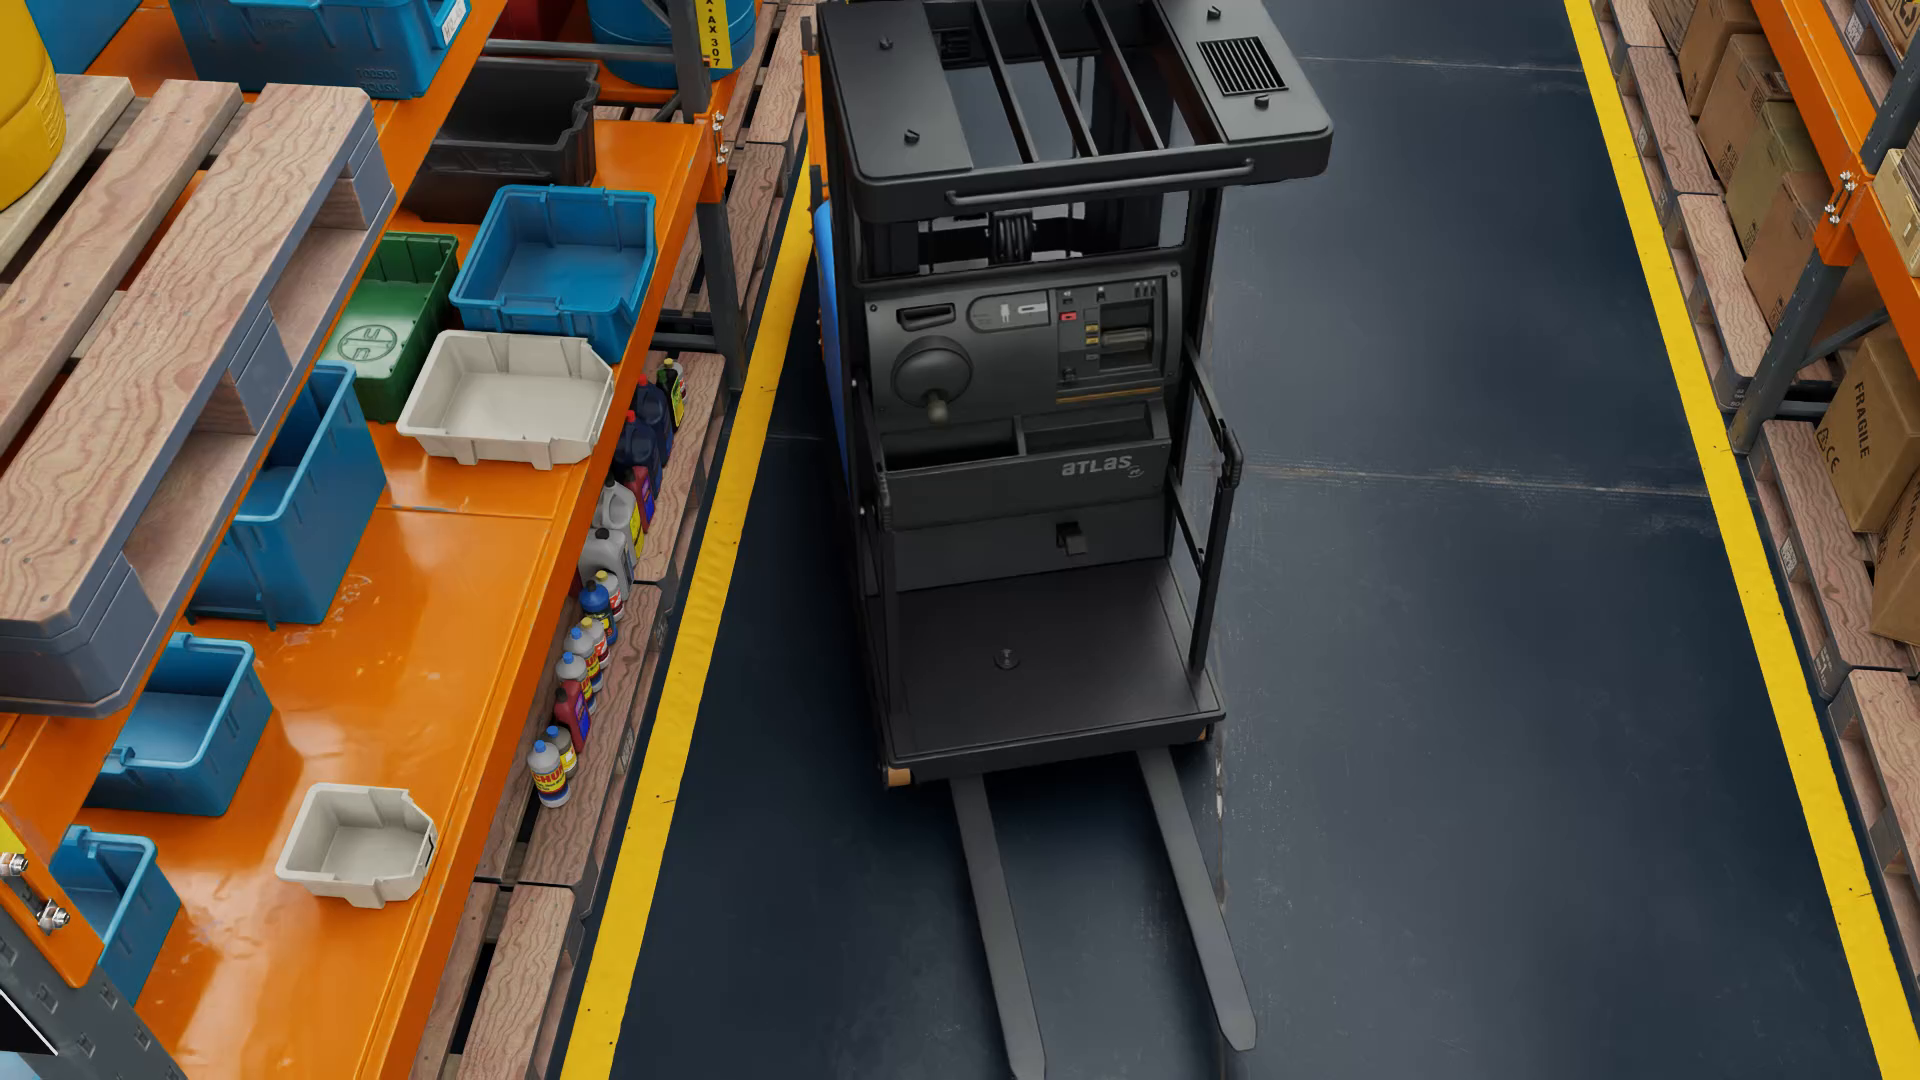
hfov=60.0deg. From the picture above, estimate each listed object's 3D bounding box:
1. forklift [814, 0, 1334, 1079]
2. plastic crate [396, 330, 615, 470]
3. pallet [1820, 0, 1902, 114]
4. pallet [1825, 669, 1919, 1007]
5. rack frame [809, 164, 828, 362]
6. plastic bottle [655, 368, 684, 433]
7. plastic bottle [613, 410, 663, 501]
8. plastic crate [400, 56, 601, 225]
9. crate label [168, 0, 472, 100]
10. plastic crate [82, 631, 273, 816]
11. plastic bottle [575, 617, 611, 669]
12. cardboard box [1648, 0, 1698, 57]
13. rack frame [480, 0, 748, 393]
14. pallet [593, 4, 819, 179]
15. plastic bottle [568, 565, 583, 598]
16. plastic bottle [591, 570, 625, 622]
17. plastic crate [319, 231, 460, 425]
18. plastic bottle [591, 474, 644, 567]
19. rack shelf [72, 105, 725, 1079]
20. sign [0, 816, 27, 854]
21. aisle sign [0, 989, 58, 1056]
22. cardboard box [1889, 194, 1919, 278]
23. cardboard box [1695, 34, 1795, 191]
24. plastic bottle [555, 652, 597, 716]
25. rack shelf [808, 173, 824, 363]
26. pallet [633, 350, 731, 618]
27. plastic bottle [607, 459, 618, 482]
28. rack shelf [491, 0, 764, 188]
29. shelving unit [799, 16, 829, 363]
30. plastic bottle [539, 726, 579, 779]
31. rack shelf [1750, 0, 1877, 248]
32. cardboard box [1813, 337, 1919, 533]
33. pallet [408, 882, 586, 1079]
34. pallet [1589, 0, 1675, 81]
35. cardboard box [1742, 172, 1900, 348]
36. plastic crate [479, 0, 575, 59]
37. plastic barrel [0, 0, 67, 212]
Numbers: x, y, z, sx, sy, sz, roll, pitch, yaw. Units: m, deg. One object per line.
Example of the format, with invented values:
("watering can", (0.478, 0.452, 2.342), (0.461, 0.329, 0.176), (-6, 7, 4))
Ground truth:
("forklift", (0.232, -0.473, 4.697), (1.130, 2.935, 3.031), (-8, 48, -7))
("plastic crate", (-1.277, -0.393, 4.756), (0.530, 0.136, 0.437), (4, 48, 4))
("pallet", (3.765, -1.846, 6.036), (1.003, 0.211, 1.213), (4, 48, 4))
("pallet", (3.416, 0.977, 5.214), (1.003, 0.211, 1.213), (4, 48, 4))
("rack frame", (-0.291, -0.970, 6.375), (0.500, 1.125, 0.032), (-4, 48, -4))
("plastic bottle", (-1.097, -0.549, 6.262), (0.061, 0.283, 0.133), (6, 48, 5))
("plastic bottle", (-1.171, -0.313, 6.001), (0.144, 0.351, 0.185), (2, 48, 2))
("plastic crate", (-1.556, -1.295, 5.444), (0.767, 0.338, 0.504), (4, 48, 4))
("crate label", (-1.246, -1.069, 3.263), (0.502, 0.251, 0.408), (4, 48, 4))
("plastic crate", (-1.934, 0.432, 3.923), (0.499, 0.251, 0.408), (4, 48, 4))
("plastic bottle", (-1.221, 0.333, 5.511), (0.097, 0.201, 0.097), (0, 48, 0))
("cardboard box", (3.836, -2.701, 8.084), (0.700, 0.500, 0.500), (0, 48, 0))
("rack frame", (-1.382, -1.692, 5.765), (1.000, 3.000, 0.127), (4, 48, 4))
("pallet", (-1.240, -2.230, 8.147), (1.003, 0.211, 1.213), (4, 48, 4))
("plastic bottle", (-1.325, 0.059, 5.706), (0.061, 0.283, 0.133), (4, 48, 4))
("plastic bottle", (-1.202, 0.182, 5.649), (0.097, 0.201, 0.097), (0, 48, 0))
("plastic crate", (-1.786, -0.642, 4.948), (0.450, 0.188, 0.662), (4, 48, 4))
("plastic bottle", (-1.200, -0.076, 5.784), (0.144, 0.351, 0.185), (4, 48, 3))
("rack shelf", (-1.564, 0.020, 4.686), (1.077, 0.370, 4.000), (4, 48, 4))
("sign", (-1.199, 0.272, 1.930), (0.100, 0.325, 0.005), (4, 48, 4))
("aisle sign", (-1.461, 0.442, 2.051), (0.394, 0.787, 0.004), (4, 48, 4))
("cardboard box", (3.196, -0.954, 5.260), (0.380, 0.149, 0.250), (4, 48, 4))
("cardboard box", (3.741, -1.874, 7.327), (0.700, 0.500, 0.500), (0, 48, 0))
("plastic bottle", (-1.239, 0.456, 5.351), (0.097, 0.271, 0.097), (0, 48, 0))
("rack shelf", (-0.340, -1.178, 6.896), (0.538, 0.278, 1.000), (-4, 48, -4))
("pallet", (-1.484, -0.261, 6.345), (1.003, 0.211, 1.213), (4, 48, 4))
("plastic bottle", (-1.320, -0.280, 6.021), (0.152, 0.276, 0.135), (4, 48, 4))
("rack shelf", (-1.199, -2.919, 7.375), (1.077, 0.370, 4.000), (4, 48, 4))
("shelving unit", (-0.340, -1.343, 6.716), (0.538, 1.125, 1.048), (-4, 48, -4))
("plastic bottle", (-1.261, 0.655, 5.216), (0.097, 0.201, 0.097), (0, 48, 0))
("rack shelf", (3.733, -2.586, 7.070), (1.077, 0.370, 4.000), (4, 48, 4))
("cardboard box", (3.475, -0.366, 5.962), (0.500, 0.500, 0.500), (3, 48, 2))
("pallet", (-1.707, 1.532, 4.705), (1.003, 0.211, 1.213), (4, 48, 4))
("pallet", (3.843, -2.783, 8.653), (1.003, 0.211, 1.213), (4, 48, 4))
("cardboard box", (3.628, -1.114, 6.632), (0.700, 0.500, 0.500), (1, 48, 1))
("plastic crate", (-1.642, -2.090, 6.086), (0.402, 0.464, 0.583), (4, 48, 4))
("plastic barrel", (-1.769, -0.817, 2.520), (0.600, 0.588, 0.600), (0, 48, 0))
